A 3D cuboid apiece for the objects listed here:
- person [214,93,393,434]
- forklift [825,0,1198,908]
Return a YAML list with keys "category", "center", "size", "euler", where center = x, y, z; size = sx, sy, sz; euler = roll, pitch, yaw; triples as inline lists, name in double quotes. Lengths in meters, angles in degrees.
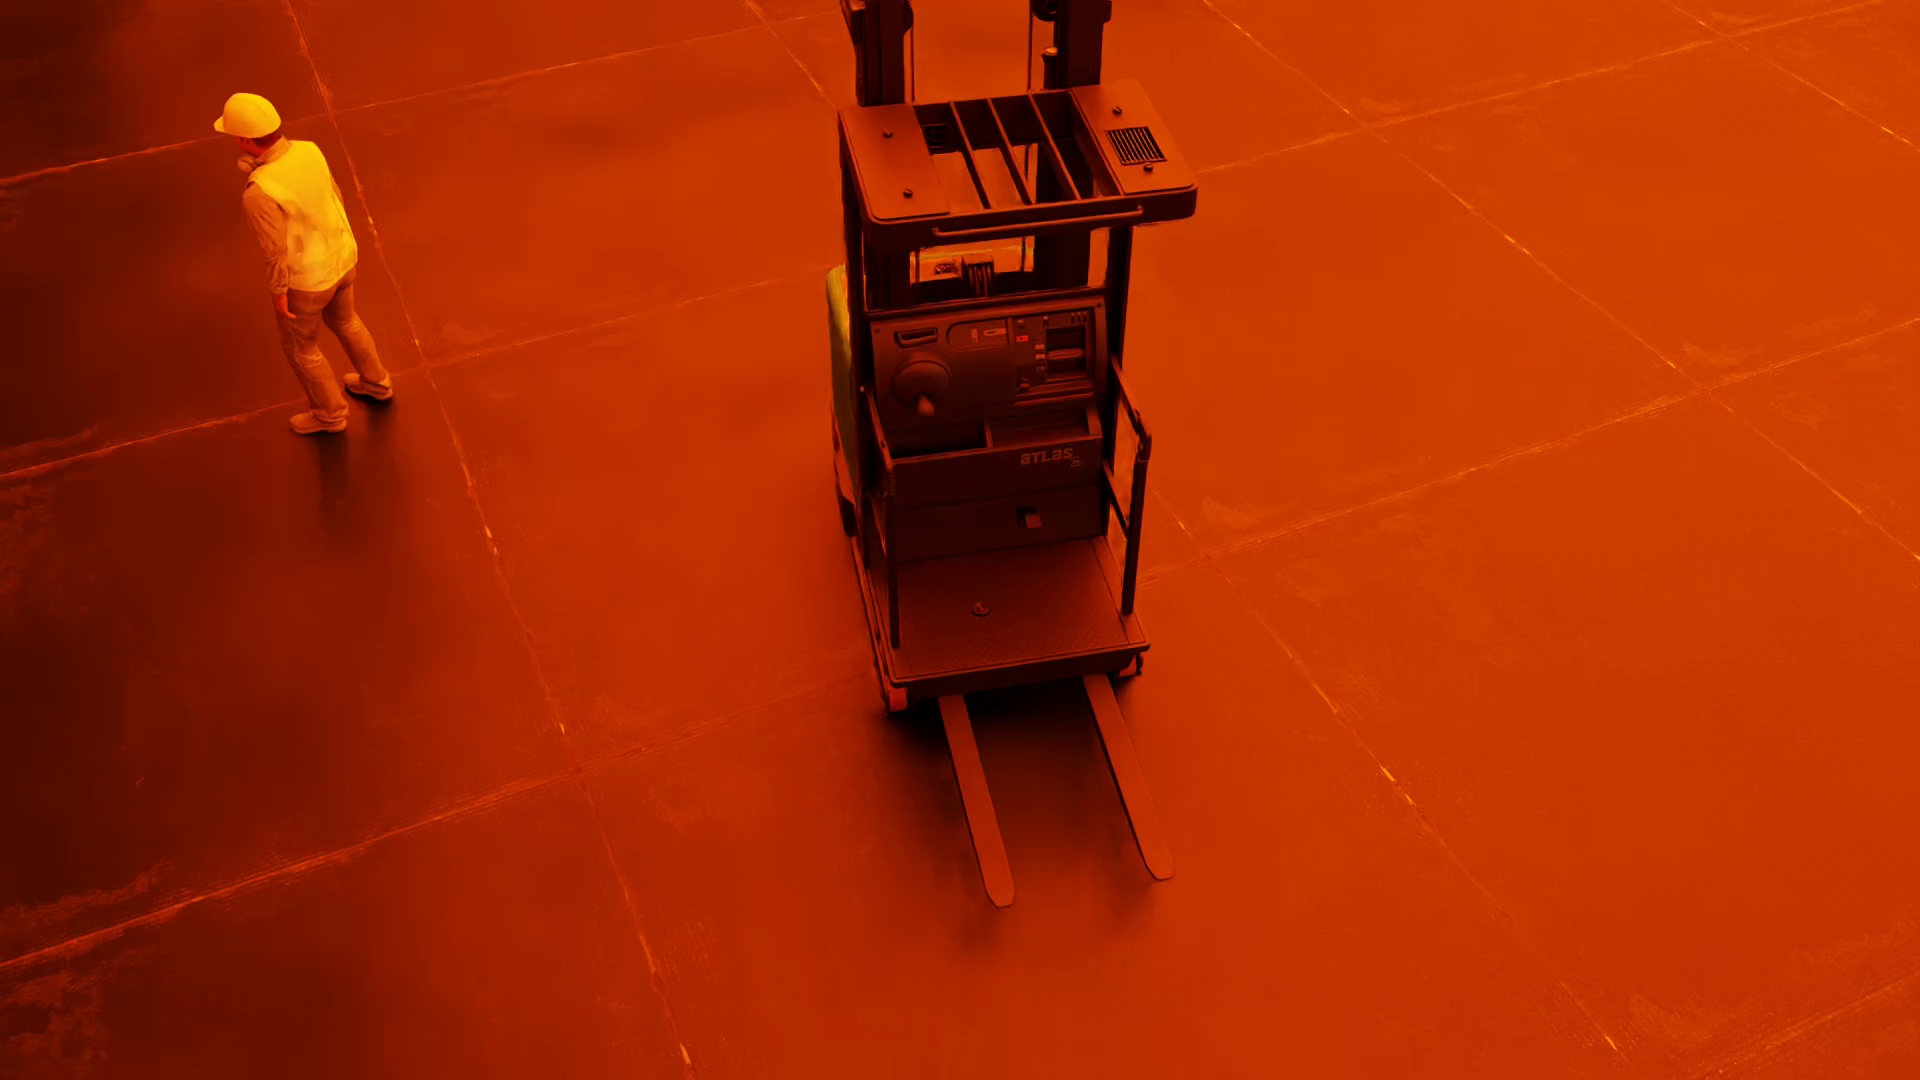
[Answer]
- category: "person"
  center: [-3.125, -1.316, 7.951]
  size: [0.457, 1.780, 0.592]
  euler: [13, 45, 14]
- category: "forklift"
  center: [0.162, -0.625, 6.350]
  size: [1.130, 2.935, 3.031]
  euler: [-8, 44, -8]
